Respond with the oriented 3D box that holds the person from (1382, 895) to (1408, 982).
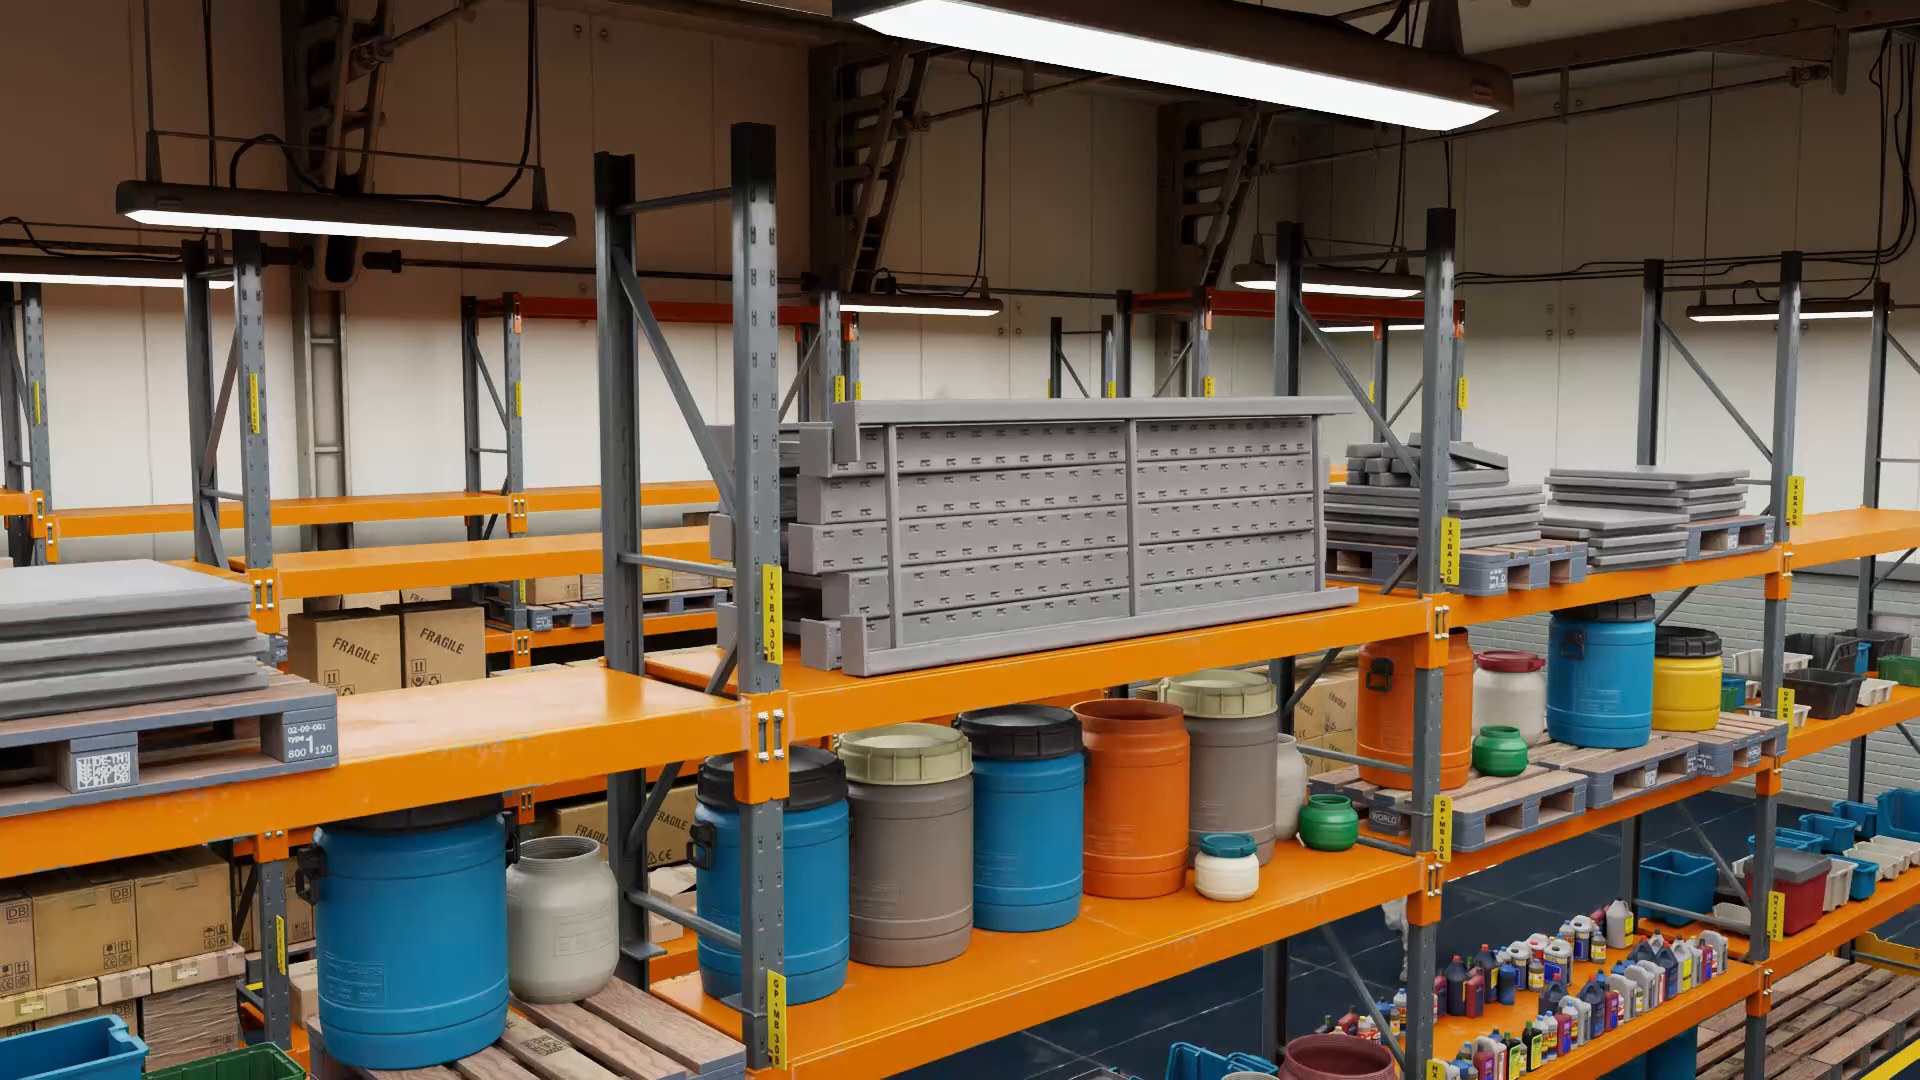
[{"bbox_3d":[3.965,2.933,14.484,0.652,1.750,0.561,4,7,38],"label":"person"}]
